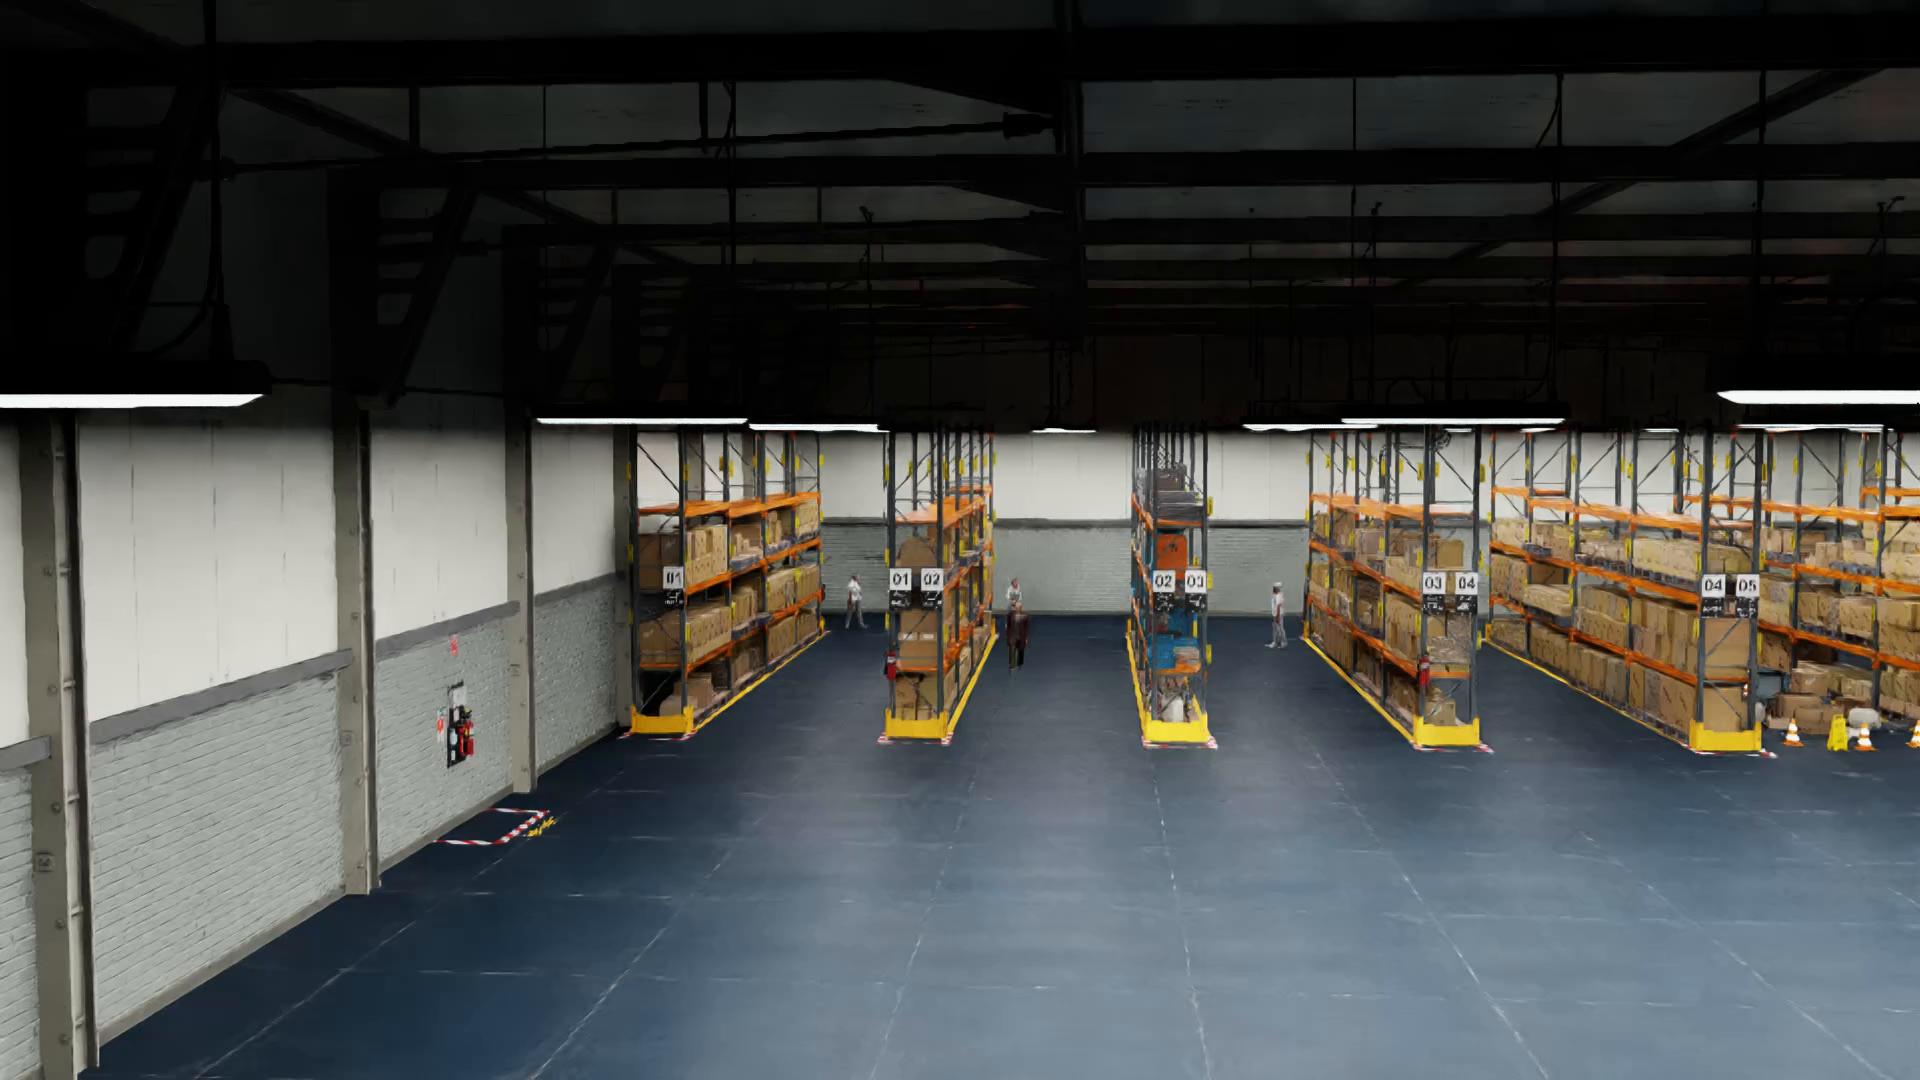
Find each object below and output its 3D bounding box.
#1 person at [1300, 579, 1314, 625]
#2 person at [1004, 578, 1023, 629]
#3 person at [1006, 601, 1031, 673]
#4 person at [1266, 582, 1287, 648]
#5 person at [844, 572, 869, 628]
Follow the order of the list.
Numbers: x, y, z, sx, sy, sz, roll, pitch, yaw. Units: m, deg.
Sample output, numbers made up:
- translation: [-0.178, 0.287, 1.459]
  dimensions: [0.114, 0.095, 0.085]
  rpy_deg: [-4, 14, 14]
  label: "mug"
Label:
- translation: [10.530, 1.740, 49.722]
  dimensions: [0.682, 1.660, 0.800]
  rpy_deg: [-1, 4, -16]
  label: "person"
- translation: [1.594, 1.868, 48.693]
  dimensions: [0.572, 1.530, 0.768]
  rpy_deg: [-1, 4, -15]
  label: "person"
- translation: [1.407, 2.316, 40.042]
  dimensions: [0.589, 1.697, 1.175]
  rpy_deg: [0, 4, 2]
  label: "person"
- translation: [8.516, 2.010, 44.727]
  dimensions: [0.568, 1.767, 0.738]
  rpy_deg: [1, 4, 11]
  label: "person"
- translation: [-3.092, 1.767, 49.168]
  dimensions: [0.521, 1.672, 0.687]
  rpy_deg: [3, 5, 38]
  label: "person"
